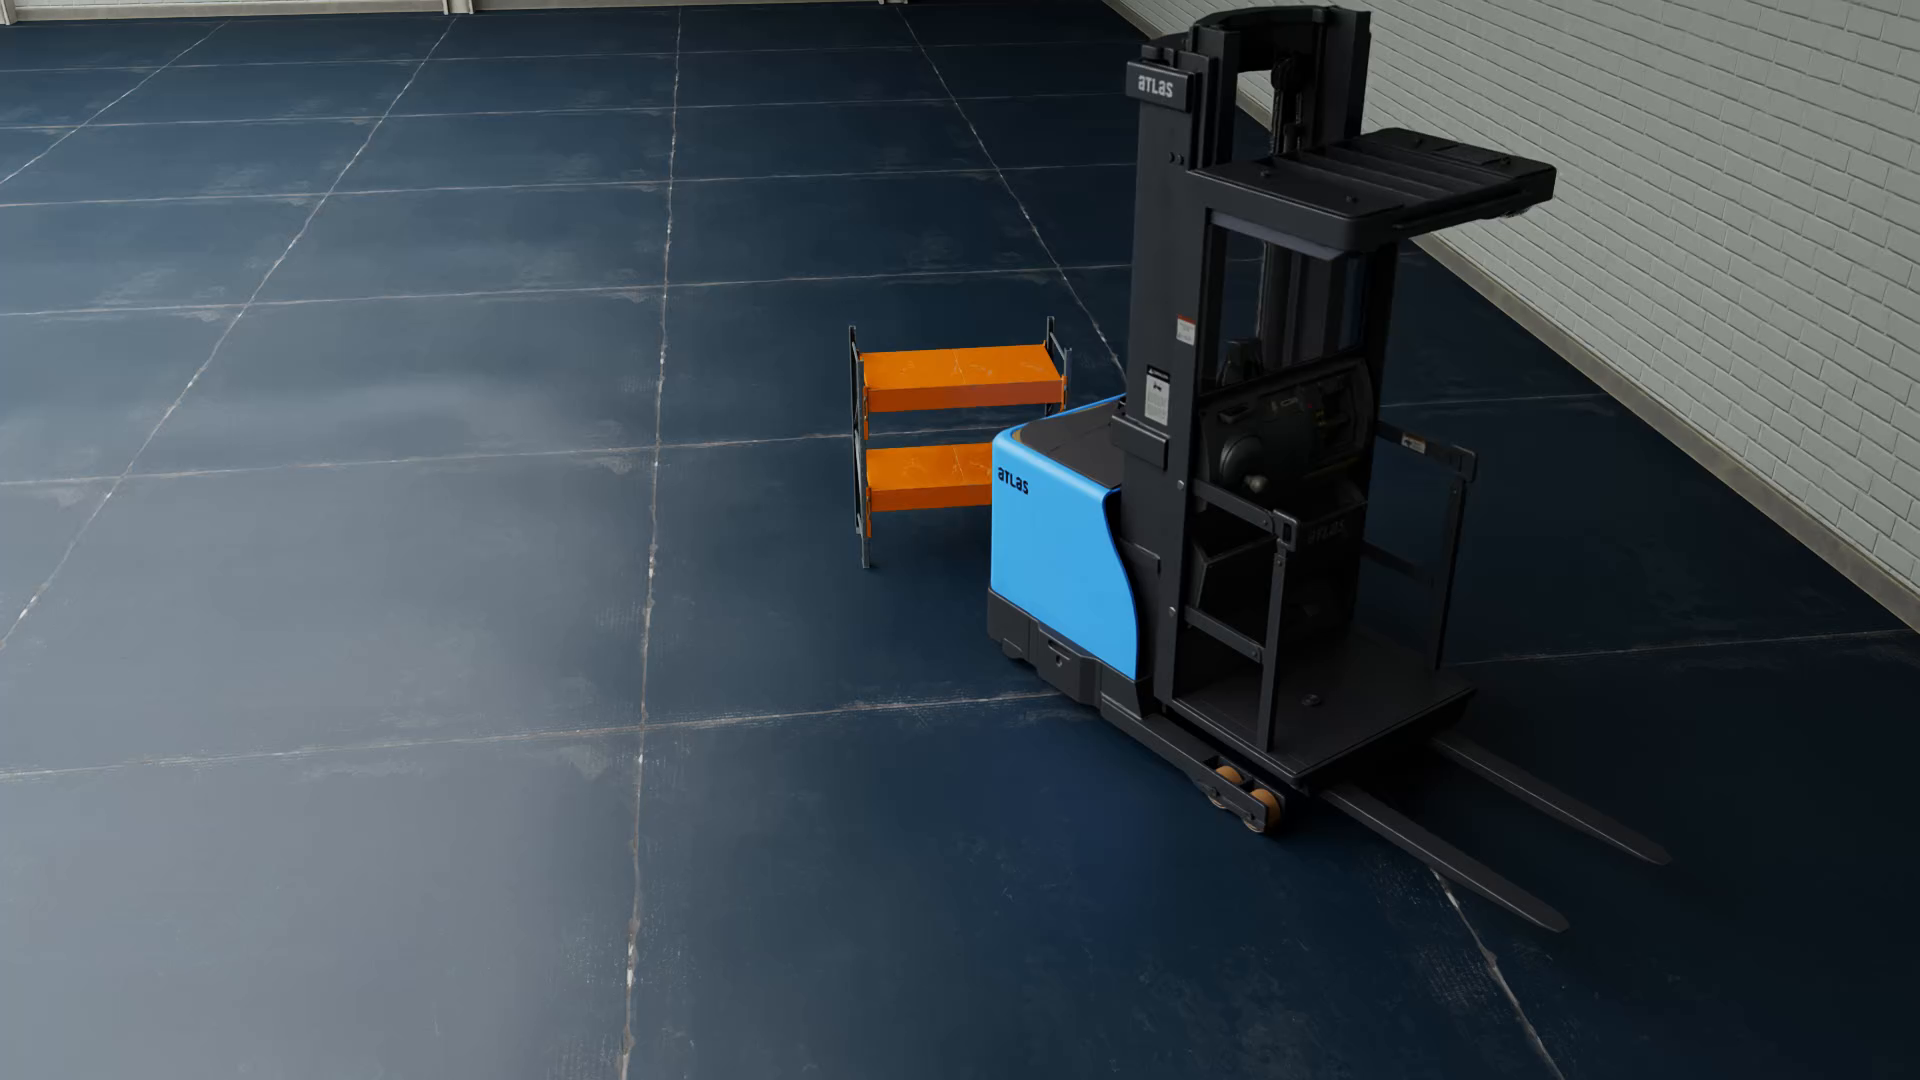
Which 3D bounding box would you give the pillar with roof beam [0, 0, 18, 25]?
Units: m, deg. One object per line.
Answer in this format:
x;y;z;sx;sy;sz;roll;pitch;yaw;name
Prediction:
-12.237;-8.961;16.357;0.400;9.000;9.100;-4;27;-7;pillar with roof beam

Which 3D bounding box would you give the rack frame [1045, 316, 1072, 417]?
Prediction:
0.497;-0.532;8.555;0.032;1.125;0.500;-4;27;-7;rack frame

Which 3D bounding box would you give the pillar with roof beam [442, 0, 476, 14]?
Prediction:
-6.296;-9.343;17.101;0.400;9.000;9.100;-4;27;-7;pillar with roof beam

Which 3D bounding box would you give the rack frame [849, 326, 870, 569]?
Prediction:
-0.510;-0.468;8.429;0.032;1.125;0.500;-4;27;-7;rack frame

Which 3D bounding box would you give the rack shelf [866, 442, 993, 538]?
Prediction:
-0.007;-0.282;8.604;1.000;0.278;0.538;-4;27;-7;rack shelf

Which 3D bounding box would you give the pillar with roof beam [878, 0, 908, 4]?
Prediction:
-0.354;-9.724;17.844;0.400;9.000;9.100;-4;27;-7;pillar with roof beam

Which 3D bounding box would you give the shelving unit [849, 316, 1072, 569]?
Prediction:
-0.007;-0.500;8.492;1.048;1.125;0.538;-4;27;-7;shelving unit

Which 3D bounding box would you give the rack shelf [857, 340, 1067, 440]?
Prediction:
-0.007;-0.760;8.359;1.000;0.278;0.538;-4;27;-7;rack shelf

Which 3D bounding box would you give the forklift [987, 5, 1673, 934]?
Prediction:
1.408;-0.414;6.346;1.130;2.935;3.031;-19;33;-32;forklift
